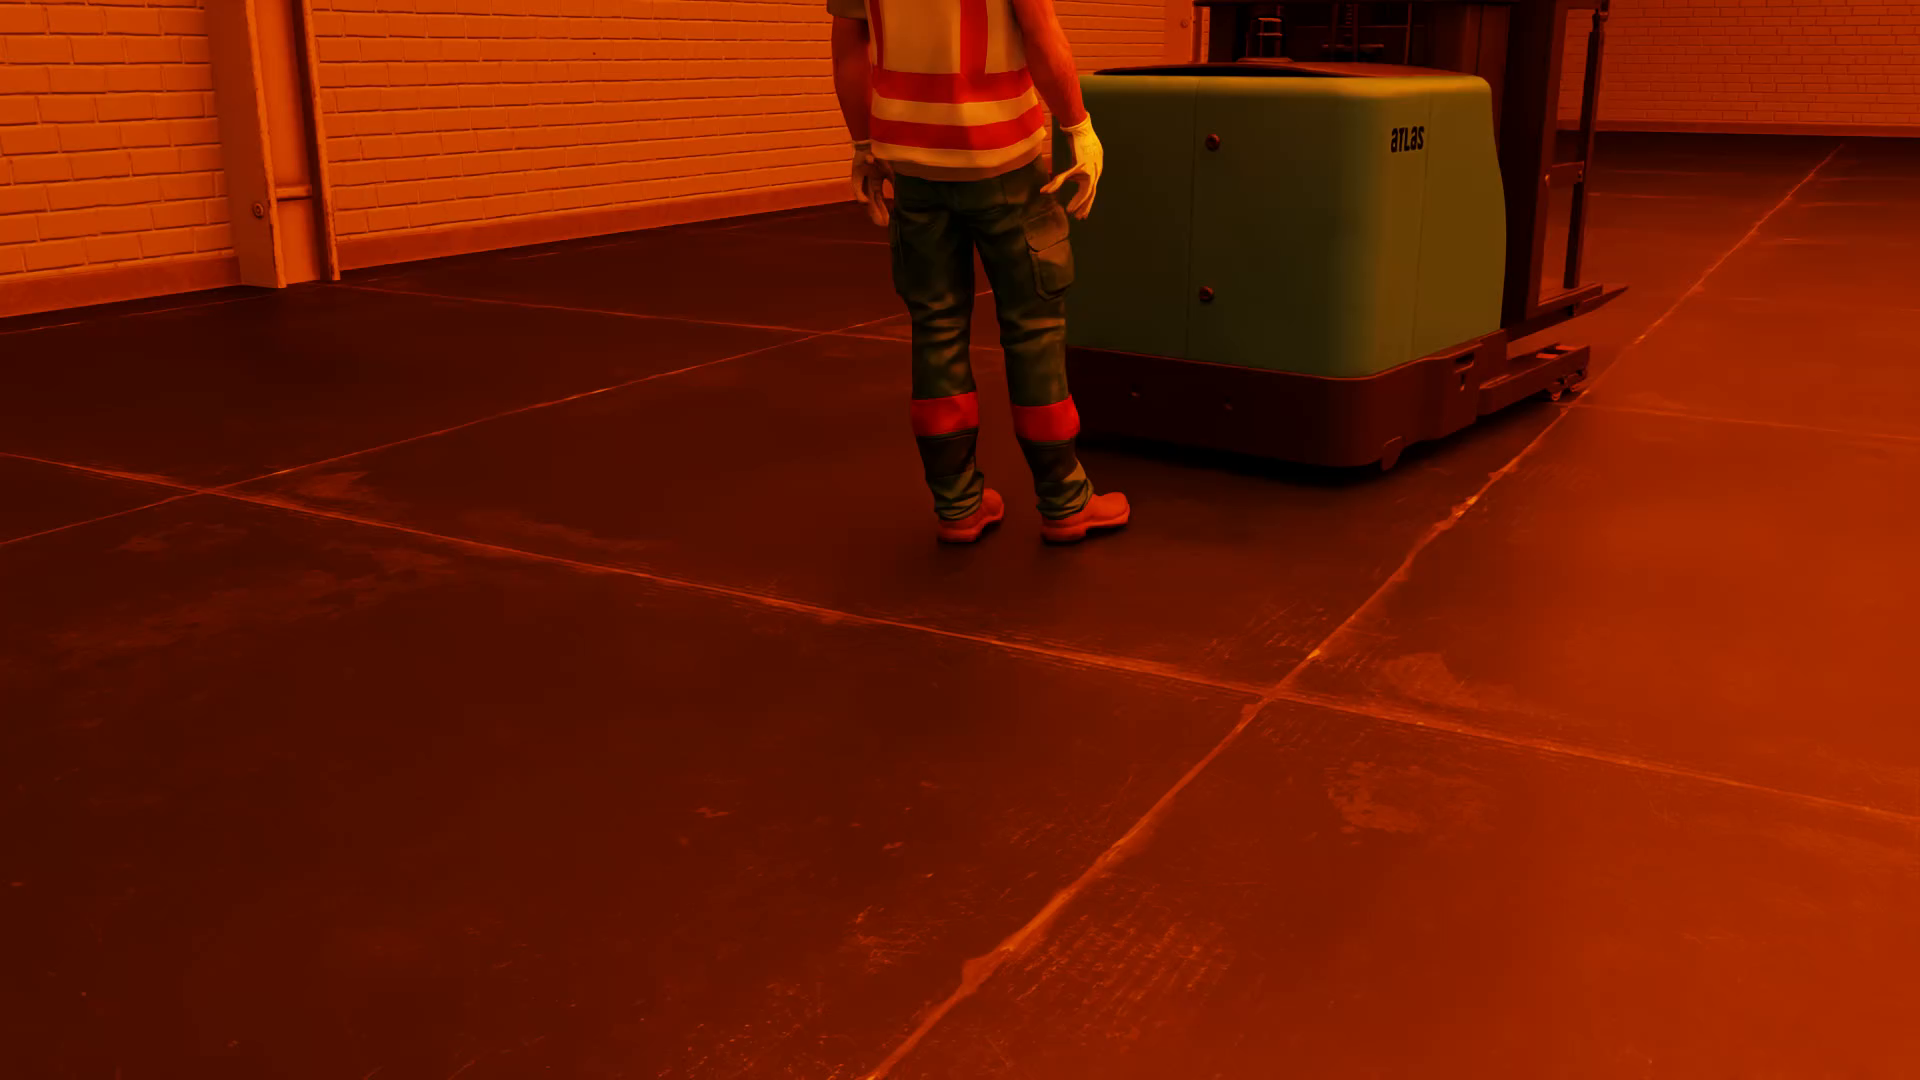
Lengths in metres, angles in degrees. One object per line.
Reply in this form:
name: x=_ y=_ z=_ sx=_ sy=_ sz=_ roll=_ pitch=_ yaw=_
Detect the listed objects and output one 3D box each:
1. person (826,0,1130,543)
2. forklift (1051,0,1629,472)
person: x=0.050 y=-0.883 z=3.848 sx=0.637 sy=1.790 sz=0.562 roll=9 pitch=19 yaw=28
forklift: x=1.540 y=-1.949 z=5.469 sx=1.130 sy=2.935 sz=3.031 roll=12 pitch=20 yaw=35
